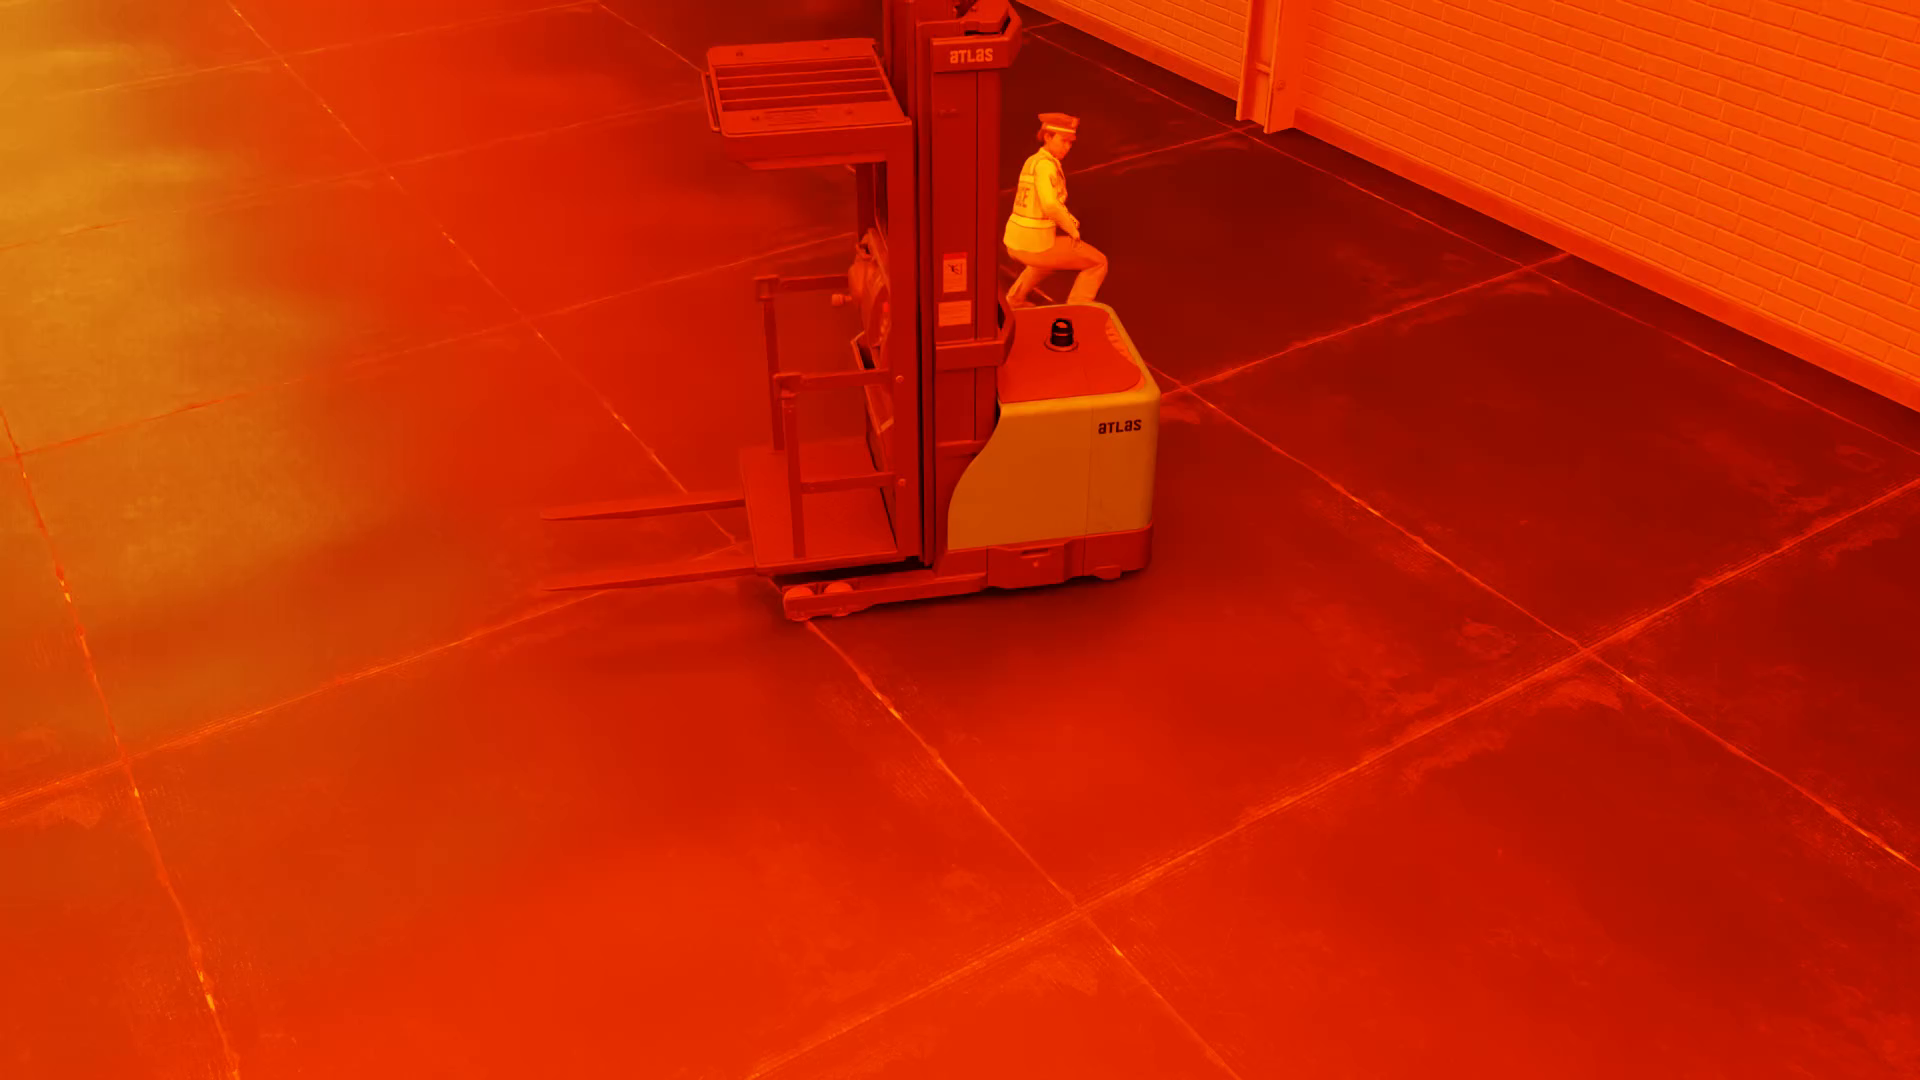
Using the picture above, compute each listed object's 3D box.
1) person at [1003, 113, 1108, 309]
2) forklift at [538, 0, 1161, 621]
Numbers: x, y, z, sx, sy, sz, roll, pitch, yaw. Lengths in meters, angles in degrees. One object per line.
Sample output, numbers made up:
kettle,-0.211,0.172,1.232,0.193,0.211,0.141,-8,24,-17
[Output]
person,0.560,-1.900,10.207,0.656,1.470,0.839,-13,37,-18
forklift,-0.599,-1.134,7.761,3.031,2.935,1.130,-6,36,-9
